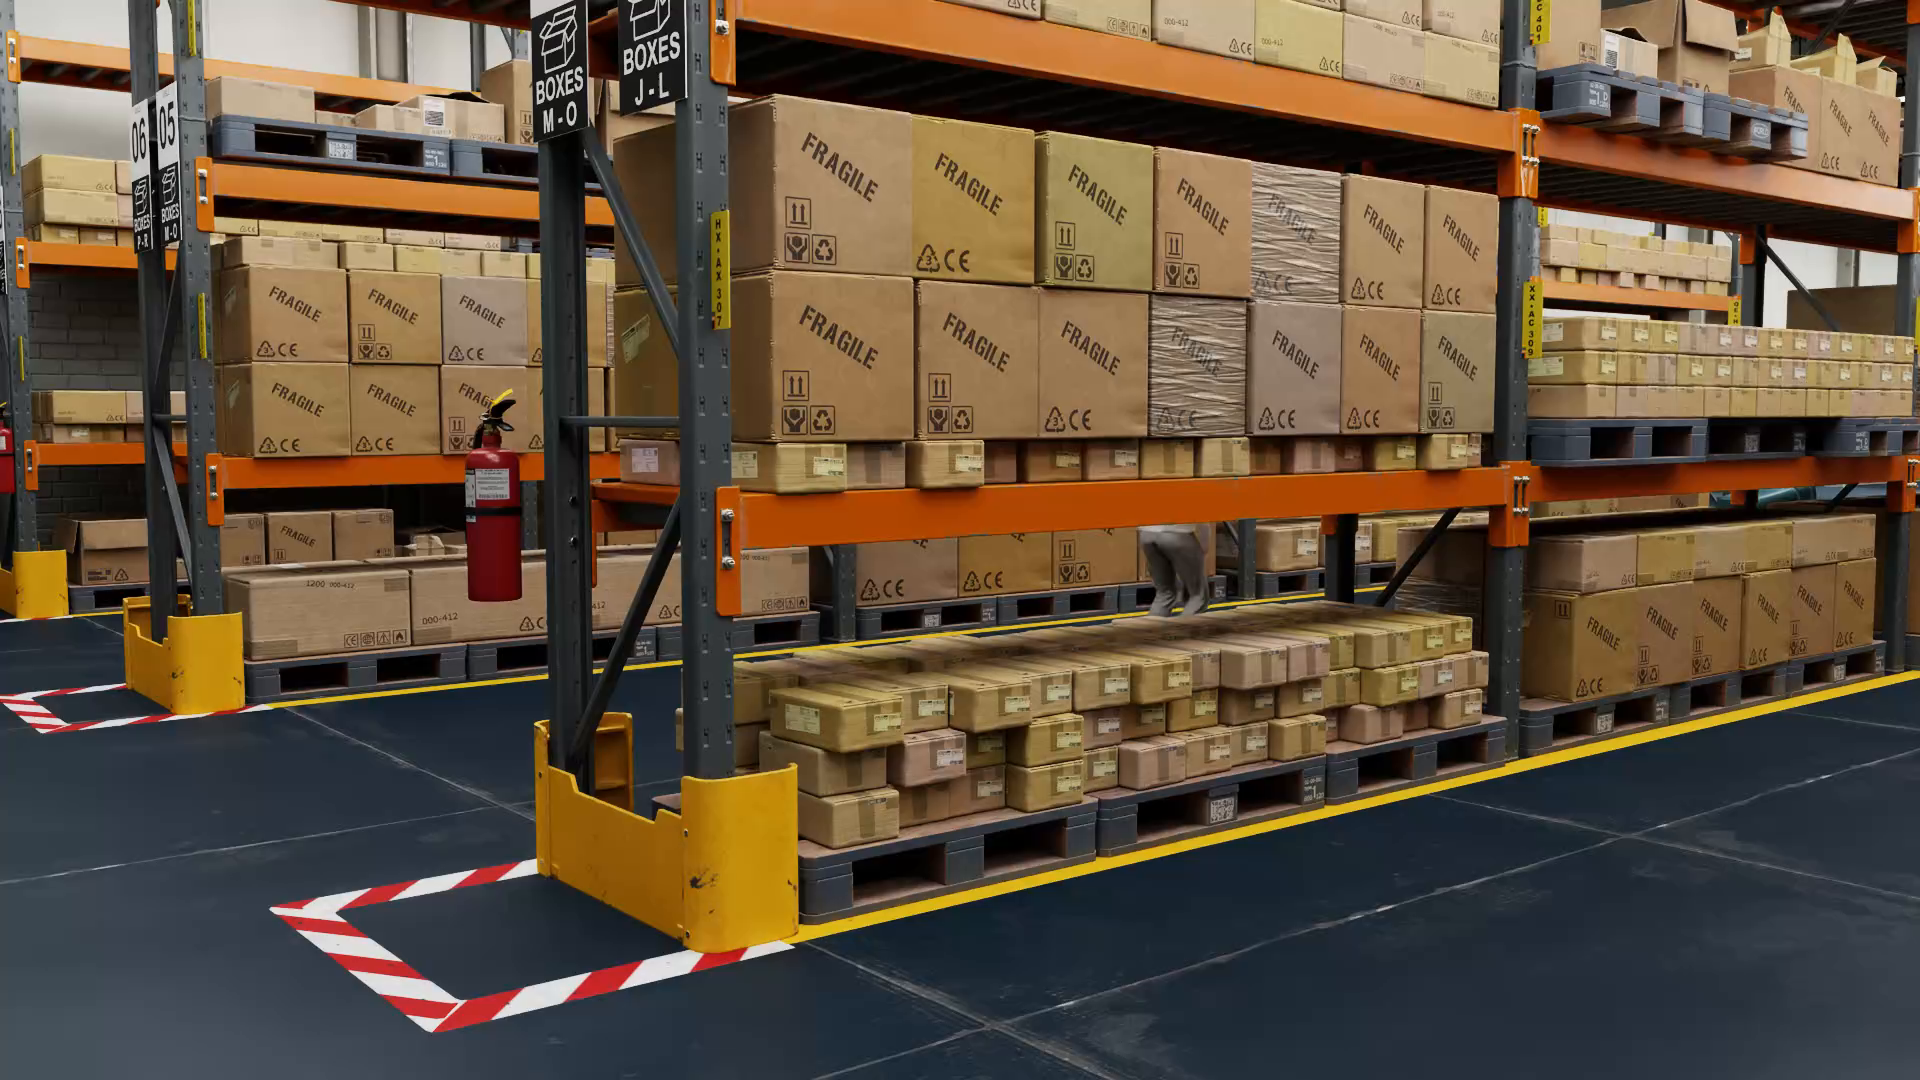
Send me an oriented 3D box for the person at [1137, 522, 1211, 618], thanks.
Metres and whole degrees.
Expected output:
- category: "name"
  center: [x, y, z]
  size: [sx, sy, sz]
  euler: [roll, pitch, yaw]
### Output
- category: "person"
  center: [1.287, -0.018, 9.956]
  size: [0.485, 1.604, 0.508]
  euler: [-3, 6, -37]
